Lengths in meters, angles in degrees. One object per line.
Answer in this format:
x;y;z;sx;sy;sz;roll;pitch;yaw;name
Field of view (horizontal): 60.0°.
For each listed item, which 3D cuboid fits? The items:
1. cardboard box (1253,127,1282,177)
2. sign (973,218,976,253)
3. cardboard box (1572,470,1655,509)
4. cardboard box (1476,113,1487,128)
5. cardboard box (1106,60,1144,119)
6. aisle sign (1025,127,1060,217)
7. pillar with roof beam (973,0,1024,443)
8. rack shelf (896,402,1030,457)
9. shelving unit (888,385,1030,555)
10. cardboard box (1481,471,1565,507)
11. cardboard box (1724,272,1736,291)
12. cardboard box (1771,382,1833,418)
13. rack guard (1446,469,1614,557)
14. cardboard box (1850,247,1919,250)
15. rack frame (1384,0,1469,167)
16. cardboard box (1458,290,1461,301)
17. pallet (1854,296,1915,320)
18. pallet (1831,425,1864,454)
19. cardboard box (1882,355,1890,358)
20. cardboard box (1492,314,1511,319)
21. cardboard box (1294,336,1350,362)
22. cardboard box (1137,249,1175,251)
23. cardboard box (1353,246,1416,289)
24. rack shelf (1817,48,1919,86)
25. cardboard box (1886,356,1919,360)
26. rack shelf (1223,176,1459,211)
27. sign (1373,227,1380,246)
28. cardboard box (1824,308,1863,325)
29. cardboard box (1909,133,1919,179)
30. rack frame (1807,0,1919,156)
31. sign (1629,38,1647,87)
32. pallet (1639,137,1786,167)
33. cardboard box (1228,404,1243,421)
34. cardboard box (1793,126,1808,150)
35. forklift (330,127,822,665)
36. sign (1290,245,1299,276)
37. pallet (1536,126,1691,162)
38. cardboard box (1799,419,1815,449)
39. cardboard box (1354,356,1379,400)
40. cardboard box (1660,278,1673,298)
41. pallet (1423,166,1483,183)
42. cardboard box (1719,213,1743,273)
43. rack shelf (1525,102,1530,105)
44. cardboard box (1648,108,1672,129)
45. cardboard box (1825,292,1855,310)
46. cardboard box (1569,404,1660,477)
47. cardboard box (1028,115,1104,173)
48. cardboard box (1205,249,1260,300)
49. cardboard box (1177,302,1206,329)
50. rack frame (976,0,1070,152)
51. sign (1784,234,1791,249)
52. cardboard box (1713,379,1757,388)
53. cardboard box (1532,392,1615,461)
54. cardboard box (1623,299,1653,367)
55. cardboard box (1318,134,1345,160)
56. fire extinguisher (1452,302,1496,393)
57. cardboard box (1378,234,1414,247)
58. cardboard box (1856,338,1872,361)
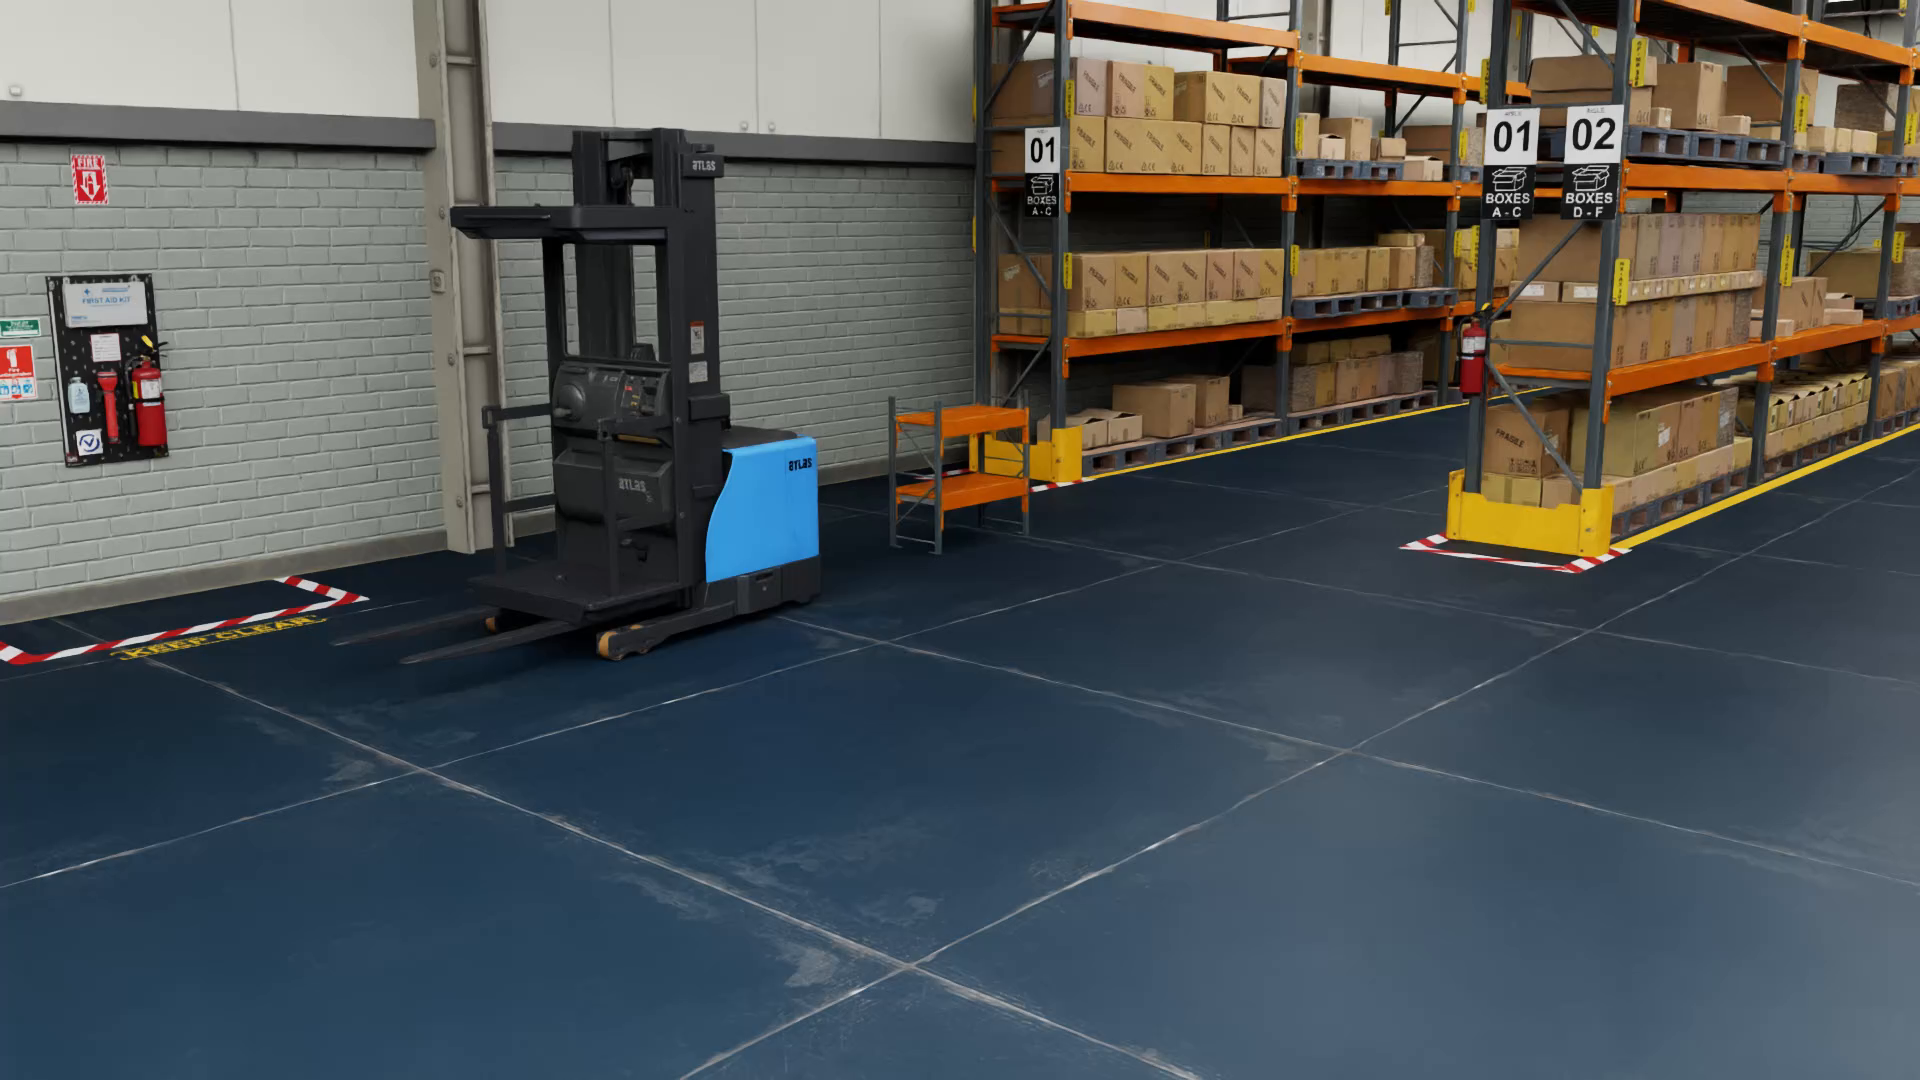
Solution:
3.055;-4.095;17.589;0.500;0.500;0.500;10;15;42;cardboard box
0.160;-2.881;15.712;0.100;0.325;0.005;10;15;40;sign
5.136;-0.425;13.128;0.500;0.250;0.500;10;15;40;cardboard box
7.452;-5.756;22.922;0.500;0.250;0.500;9;15;39;cardboard box
1.369;-4.196;15.542;0.500;0.500;0.500;10;15;40;cardboard box
0.741;-3.309;14.981;0.394;0.787;0.004;10;15;40;aisle sign
3.610;-4.683;13.184;9.100;9.000;0.400;10;15;40;pillar with roof beam
0.004;-0.840;12.549;0.538;0.278;1.000;10;15;40;rack shelf
0.004;-0.553;12.606;0.538;1.125;1.048;10;15;40;shelving unit
4.419;-0.418;13.093;0.500;0.250;0.500;10;15;40;cardboard box
6.401;-2.217;14.243;0.380;0.149;0.250;10;15;40;cardboard box
8.401;-1.419;16.675;0.500;0.311;0.500;10;15;42;cardboard box
4.271;-0.214;12.506;1.175;0.500;0.348;10;15;40;rack guard
11.321;-3.314;20.315;0.500;0.500;0.700;-9;15;-39;cardboard box
5.844;-6.202;20.788;1.000;3.000;0.127;10;15;40;rack frame
6.236;-3.165;21.491;0.380;0.149;0.250;9;15;40;cardboard box
9.963;-2.635;18.735;1.213;0.211;1.003;10;15;40;pallet
8.995;-1.137;17.863;1.003;0.211;1.213;10;15;40;pallet
11.027;-2.007;20.358;0.500;0.500;0.500;10;15;41;cardboard box
7.569;-2.757;23.272;0.750;0.750;0.750;10;15;42;cardboard box
4.306;-2.282;19.822;0.500;0.250;0.500;9;15;39;cardboard box
2.059;-2.785;17.415;0.500;0.500;0.500;10;15;42;cardboard box
5.193;-3.369;20.541;0.700;0.500;0.500;8;14;35;cardboard box
10.888;-5.307;19.167;1.077;0.370;4.000;10;15;40;rack shelf
11.434;-1.944;20.043;0.500;0.500;0.500;10;15;41;cardboard box
4.524;-4.084;19.679;1.077;0.370;4.000;10;15;40;rack shelf
5.425;-3.899;21.619;0.100;0.325;0.005;10;15;40;sign
9.182;-2.329;17.355;0.380;0.149;0.250;10;15;40;cardboard box
10.167;-4.284;18.587;0.910;0.500;0.500;10;15;40;cardboard box
9.568;-5.562;17.584;1.000;3.000;0.127;10;15;40;rack frame
4.700;-3.309;11.528;0.100;0.325;0.005;10;15;40;sign
6.384;-3.330;14.295;1.003;0.211;1.213;10;15;40;pallet
2.873;-1.415;18.250;0.380;0.166;0.250;7;14;33;cardboard box
7.702;-3.806;15.759;0.500;0.250;0.500;8;14;35;cardboard box
-2.174;-0.868;9.573;1.130;2.935;3.031;8;14;36;forklift
3.617;-3.027;17.998;0.100;0.325;0.005;10;15;40;sign
4.773;-2.971;12.497;1.003;0.211;1.213;10;15;40;pallet
8.058;-1.068;16.349;0.500;0.250;0.500;9;15;39;cardboard box
4.674;-2.000;20.324;0.700;0.500;0.500;10;15;40;cardboard box
5.388;-1.992;13.116;0.380;0.149;0.250;9;14;38;cardboard box
6.230;-4.740;21.609;1.213;0.211;1.003;11;16;43;pallet
6.307;-2.576;14.384;0.700;0.500;0.500;10;15;40;cardboard box
9.805;-6.536;25.317;1.077;0.370;4.000;10;15;40;rack shelf
5.196;-3.216;12.707;0.380;0.149;0.250;10;15;40;cardboard box
9.295;-2.529;17.941;0.500;0.311;0.500;11;16;44;cardboard box
5.137;-0.792;13.054;0.500;0.500;0.500;10;15;40;cardboard box
0.972;-3.630;15.261;0.500;0.500;0.500;10;15;42;cardboard box
2.799;-2.792;17.448;0.500;0.500;0.500;10;15;40;cardboard box
2.132;-2.277;16.783;0.500;0.250;0.500;10;15;41;cardboard box
0.564;-5.025;14.895;1.000;3.000;0.127;10;15;40;rack frame
9.154;-3.218;18.410;0.100;0.325;0.005;10;15;40;sign
7.984;-1.485;17.003;0.500;0.311;0.500;10;15;40;cardboard box
5.067;-0.935;13.767;0.500;0.500;0.500;10;15;40;cardboard box
4.948;-1.637;12.994;0.700;0.500;0.500;10;15;42;cardboard box
4.032;-4.465;18.907;0.500;0.311;0.500;10;15;42;cardboard box
3.860;-1.448;12.500;0.296;0.674;0.183;10;15;40;fire extinguisher
5.438;-3.739;20.739;0.380;0.149;0.250;7;13;31;cardboard box
10.715;-2.306;19.941;0.500;0.250;0.500;9;15;39;cardboard box
